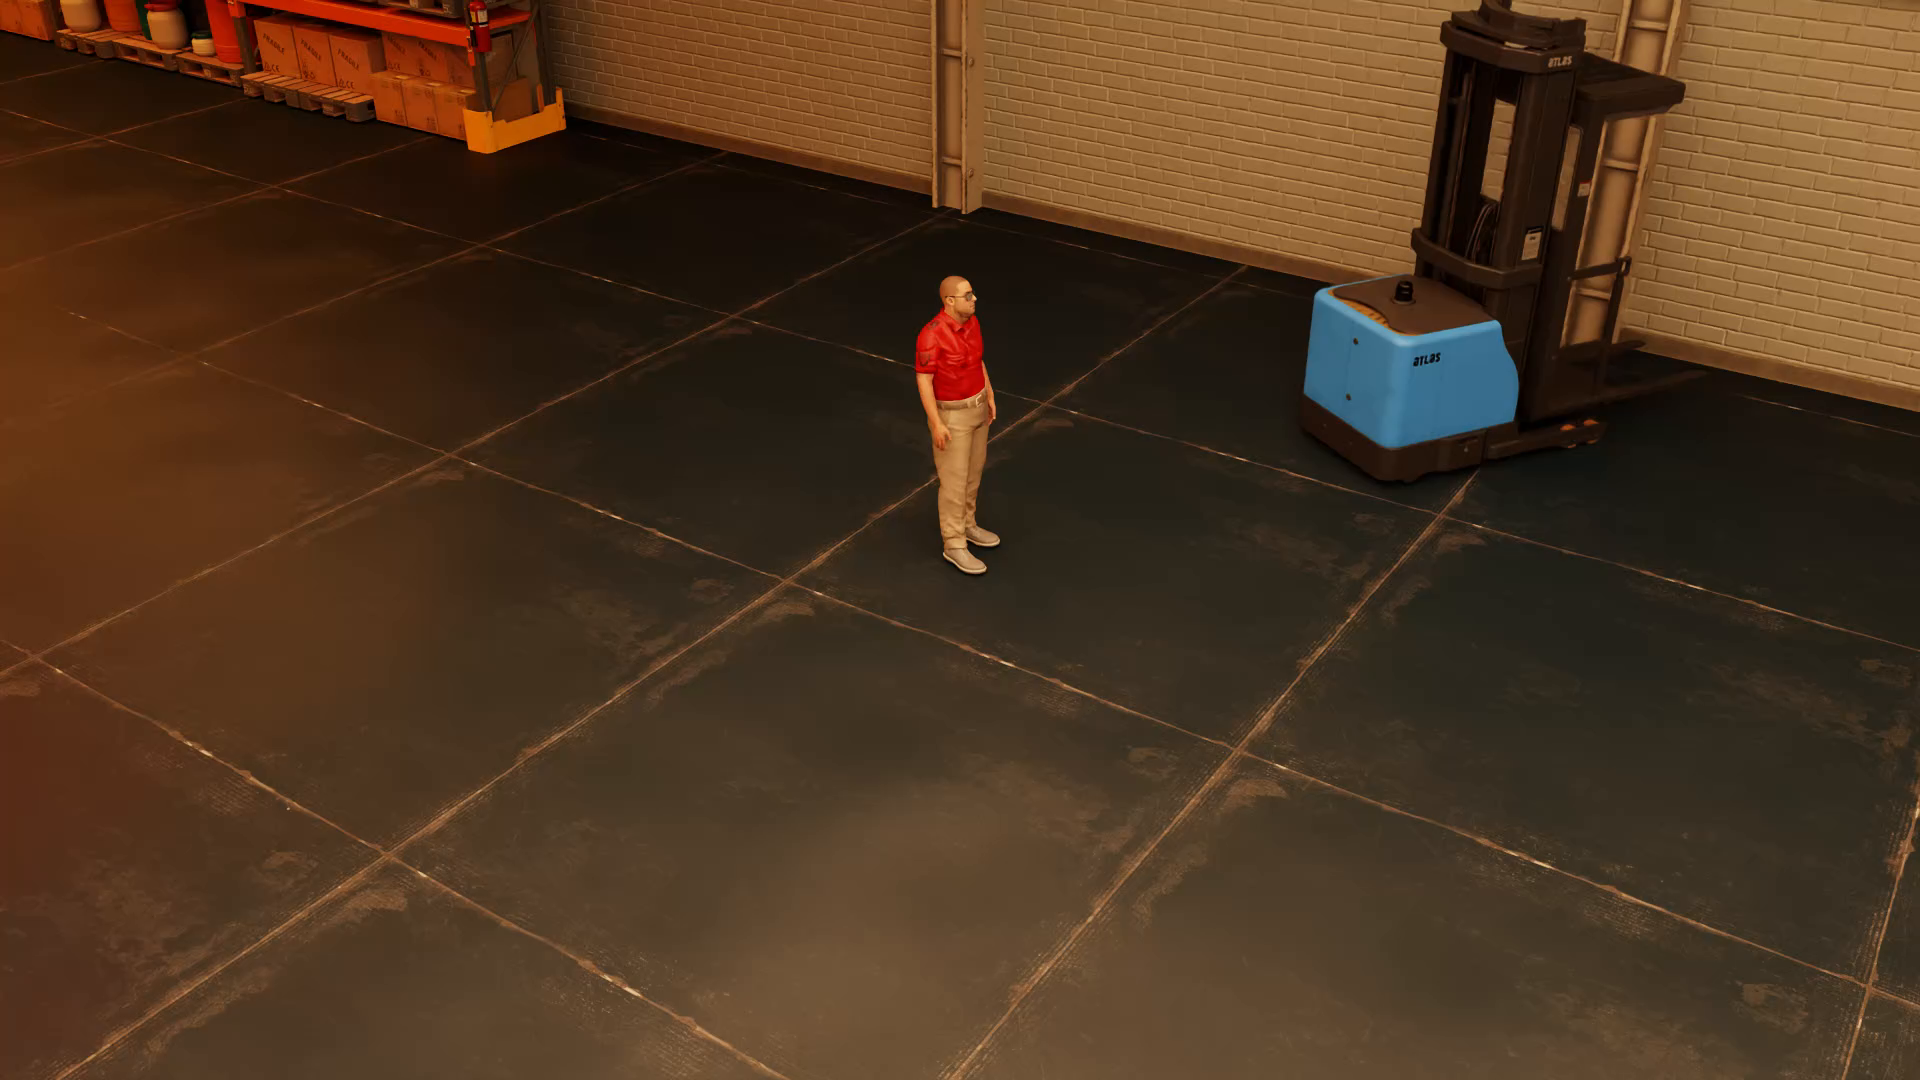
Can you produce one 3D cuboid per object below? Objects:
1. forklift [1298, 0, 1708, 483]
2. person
[{"bbox_3d":[3.954,-2.131,11.251,3.031,2.935,1.130,-13,33,-21],"label":"forklift"},{"bbox_3d":[0.068,-0.724,10.011,0.550,1.727,0.642,19,35,29],"label":"person"}]
